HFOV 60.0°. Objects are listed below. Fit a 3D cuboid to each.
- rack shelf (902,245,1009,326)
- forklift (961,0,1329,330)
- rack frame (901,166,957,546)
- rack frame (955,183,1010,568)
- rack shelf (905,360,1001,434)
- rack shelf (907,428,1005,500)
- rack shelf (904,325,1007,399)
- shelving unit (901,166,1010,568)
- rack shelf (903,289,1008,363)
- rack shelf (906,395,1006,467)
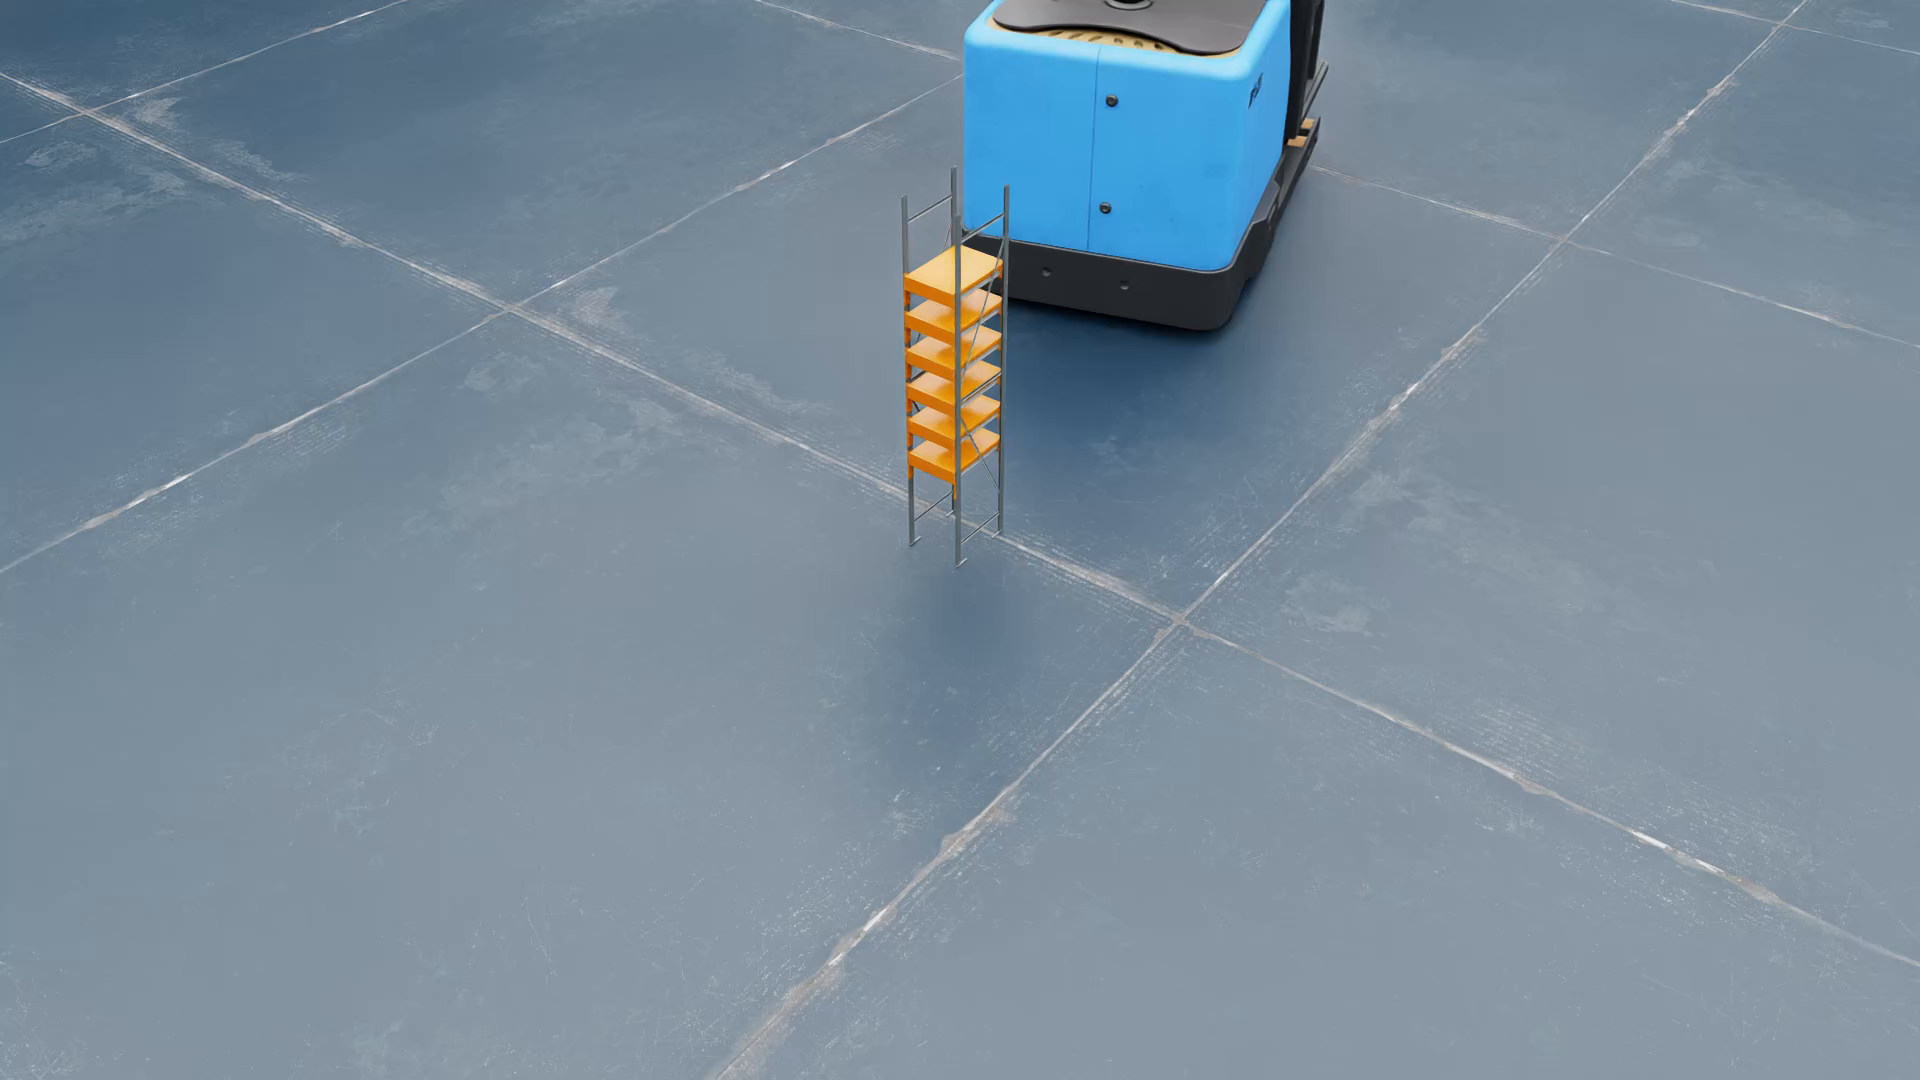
[{"bbox_3d":[-0.012,-0.726,4.693,0.180,0.103,0.258,25,45,29],"label":"rack shelf"},{"bbox_3d":[0.971,-2.837,6.496,1.130,2.935,3.031,12,40,15],"label":"forklift"},{"bbox_3d":[-0.084,-0.512,4.931,0.006,1.200,0.240,25,45,29],"label":"rack frame"},{"bbox_3d":[0.061,-0.444,4.843,0.006,1.200,0.240,25,45,29],"label":"rack frame"},{"bbox_3d":[-0.012,-0.443,4.914,0.180,0.103,0.258,25,45,29],"label":"rack shelf"},{"bbox_3d":[-0.011,-0.254,5.062,0.180,0.103,0.258,25,45,29],"label":"rack shelf"},{"bbox_3d":[-0.012,-0.537,4.840,0.180,0.103,0.258,25,45,29],"label":"rack shelf"},{"bbox_3d":[-0.012,-0.478,4.887,0.189,1.200,0.258,25,45,29],"label":"shelving unit"},{"bbox_3d":[-0.012,-0.632,4.766,0.180,0.103,0.258,25,45,29],"label":"rack shelf"},{"bbox_3d":[-0.011,-0.348,4.988,0.180,0.103,0.258,25,45,29],"label":"rack shelf"}]
